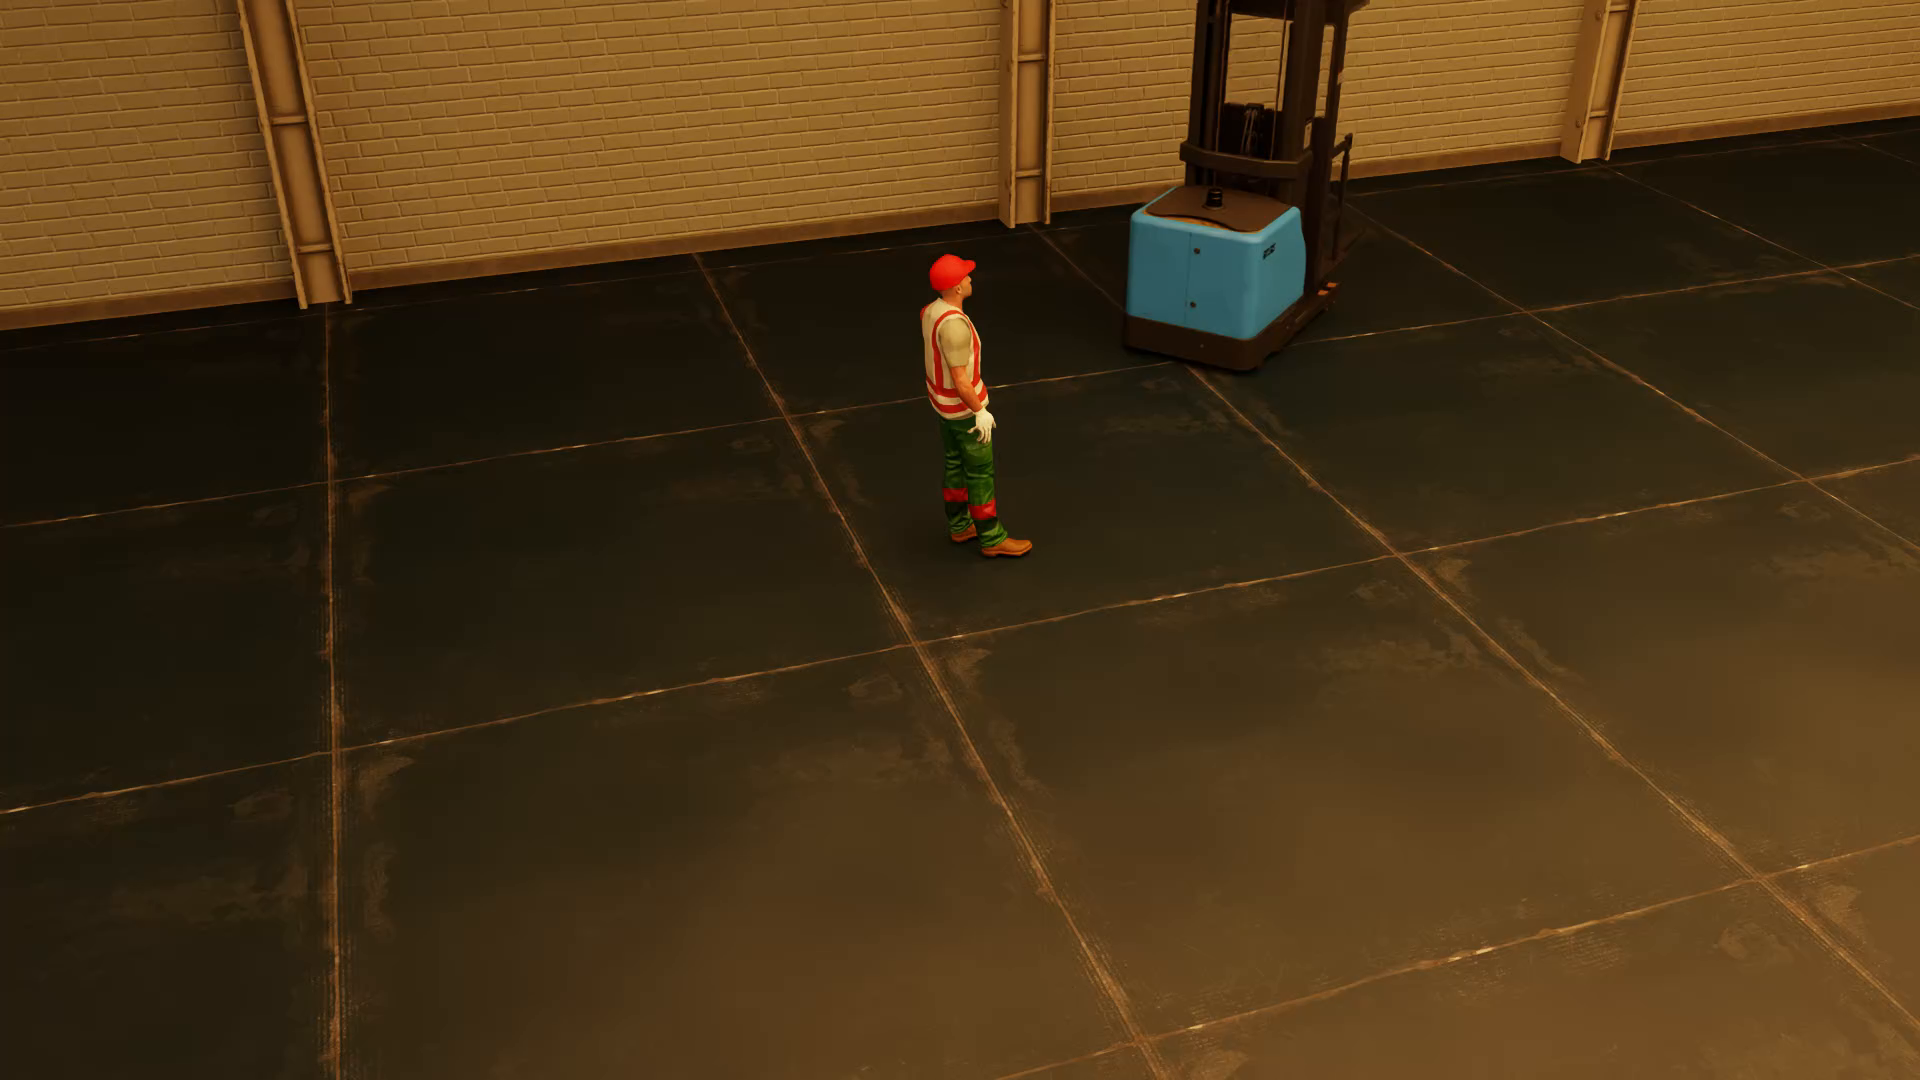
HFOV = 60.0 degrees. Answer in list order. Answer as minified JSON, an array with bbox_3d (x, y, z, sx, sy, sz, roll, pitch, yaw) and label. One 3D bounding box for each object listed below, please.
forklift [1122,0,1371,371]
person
[{"bbox_3d":[2.403,-3.191,12.634,1.130,2.935,3.031,17,34,26],"label":"forklift"},{"bbox_3d":[0.080,-0.789,9.588,0.564,1.787,0.637,-10,31,-16],"label":"person"}]
